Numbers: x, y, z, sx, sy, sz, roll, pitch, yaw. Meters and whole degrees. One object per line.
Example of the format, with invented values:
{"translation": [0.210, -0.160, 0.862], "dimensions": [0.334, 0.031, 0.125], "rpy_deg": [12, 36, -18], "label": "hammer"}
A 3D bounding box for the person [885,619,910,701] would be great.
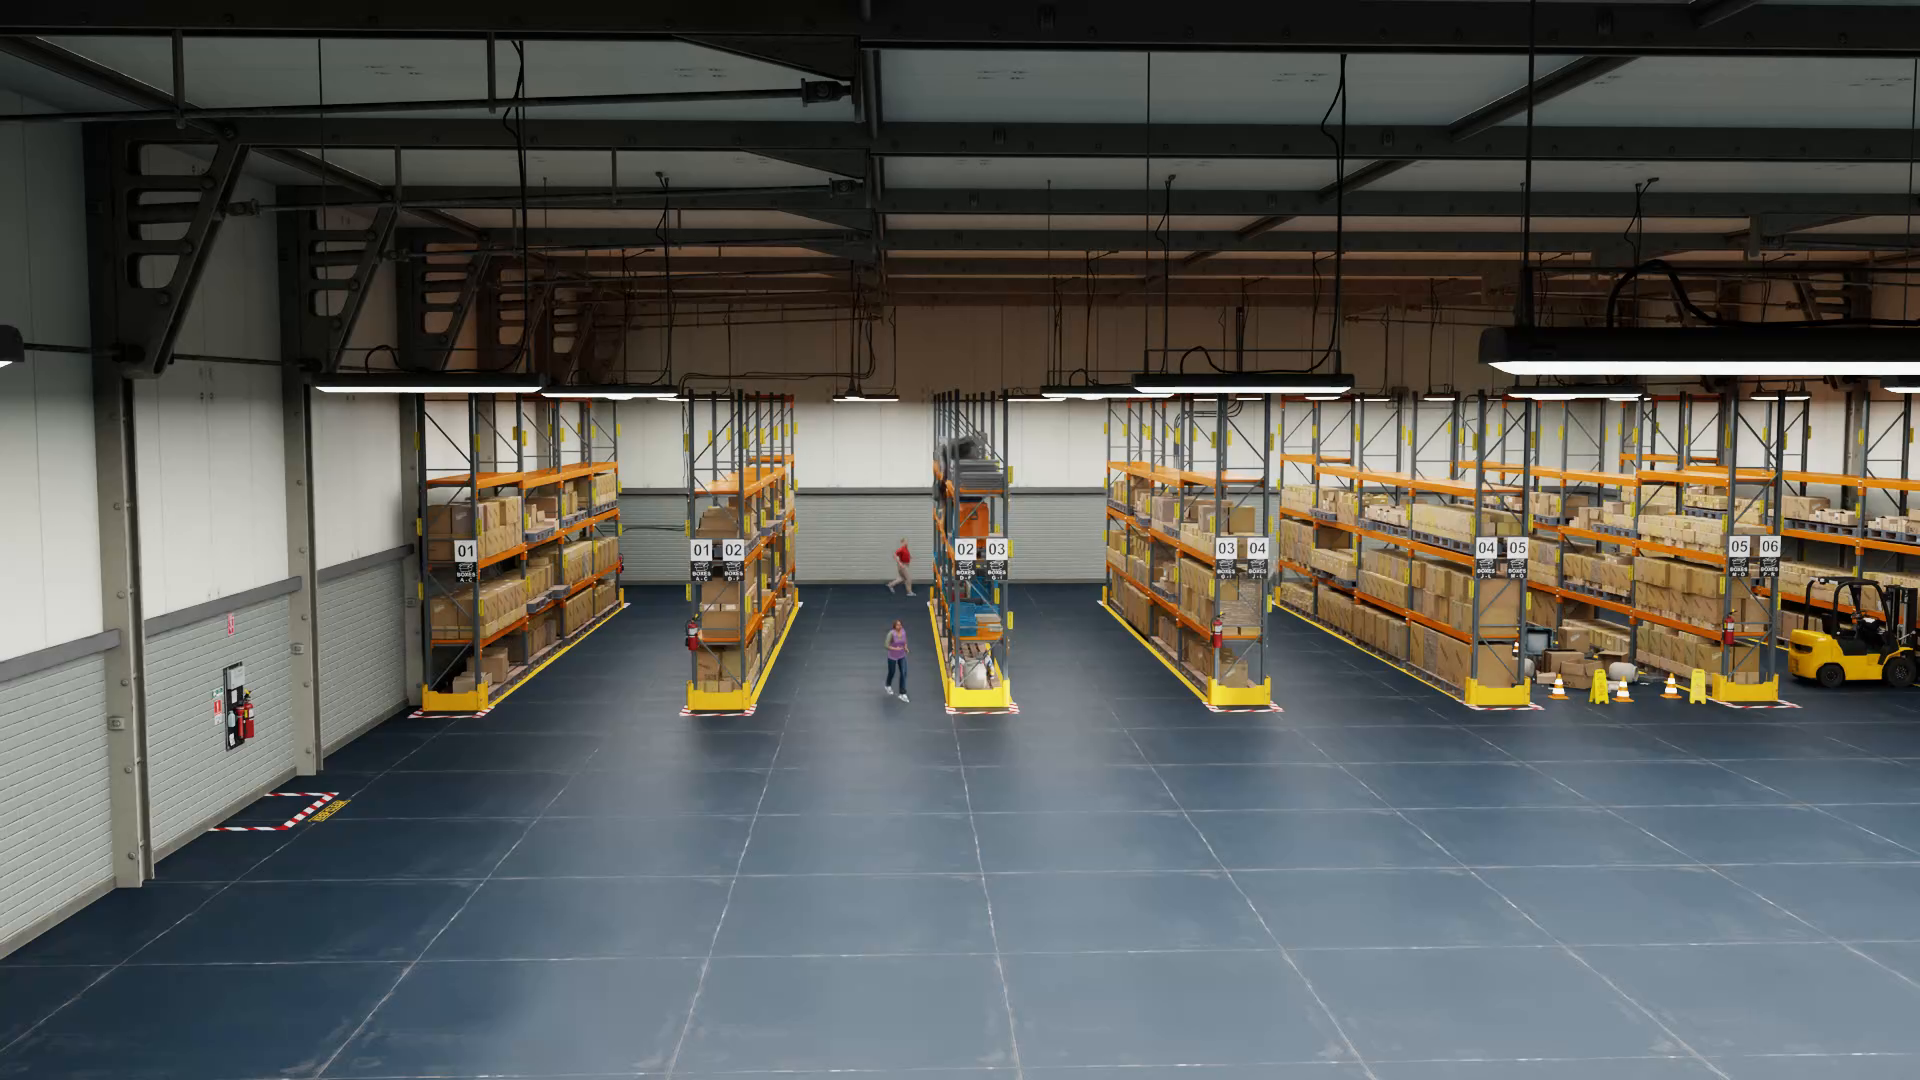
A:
{"translation": [-1.244, 2.293, 32.259], "dimensions": [0.551, 1.571, 0.922], "rpy_deg": [-2, 5, -23], "label": "person"}

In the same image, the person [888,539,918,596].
{"translation": [-1.719, 0.808, 49.581], "dimensions": [0.933, 1.708, 0.648], "rpy_deg": [1, 5, 7], "label": "person"}

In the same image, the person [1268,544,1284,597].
{"translation": [9.333, 0.932, 48.772], "dimensions": [0.656, 1.659, 0.595], "rpy_deg": [-1, 5, -13], "label": "person"}
